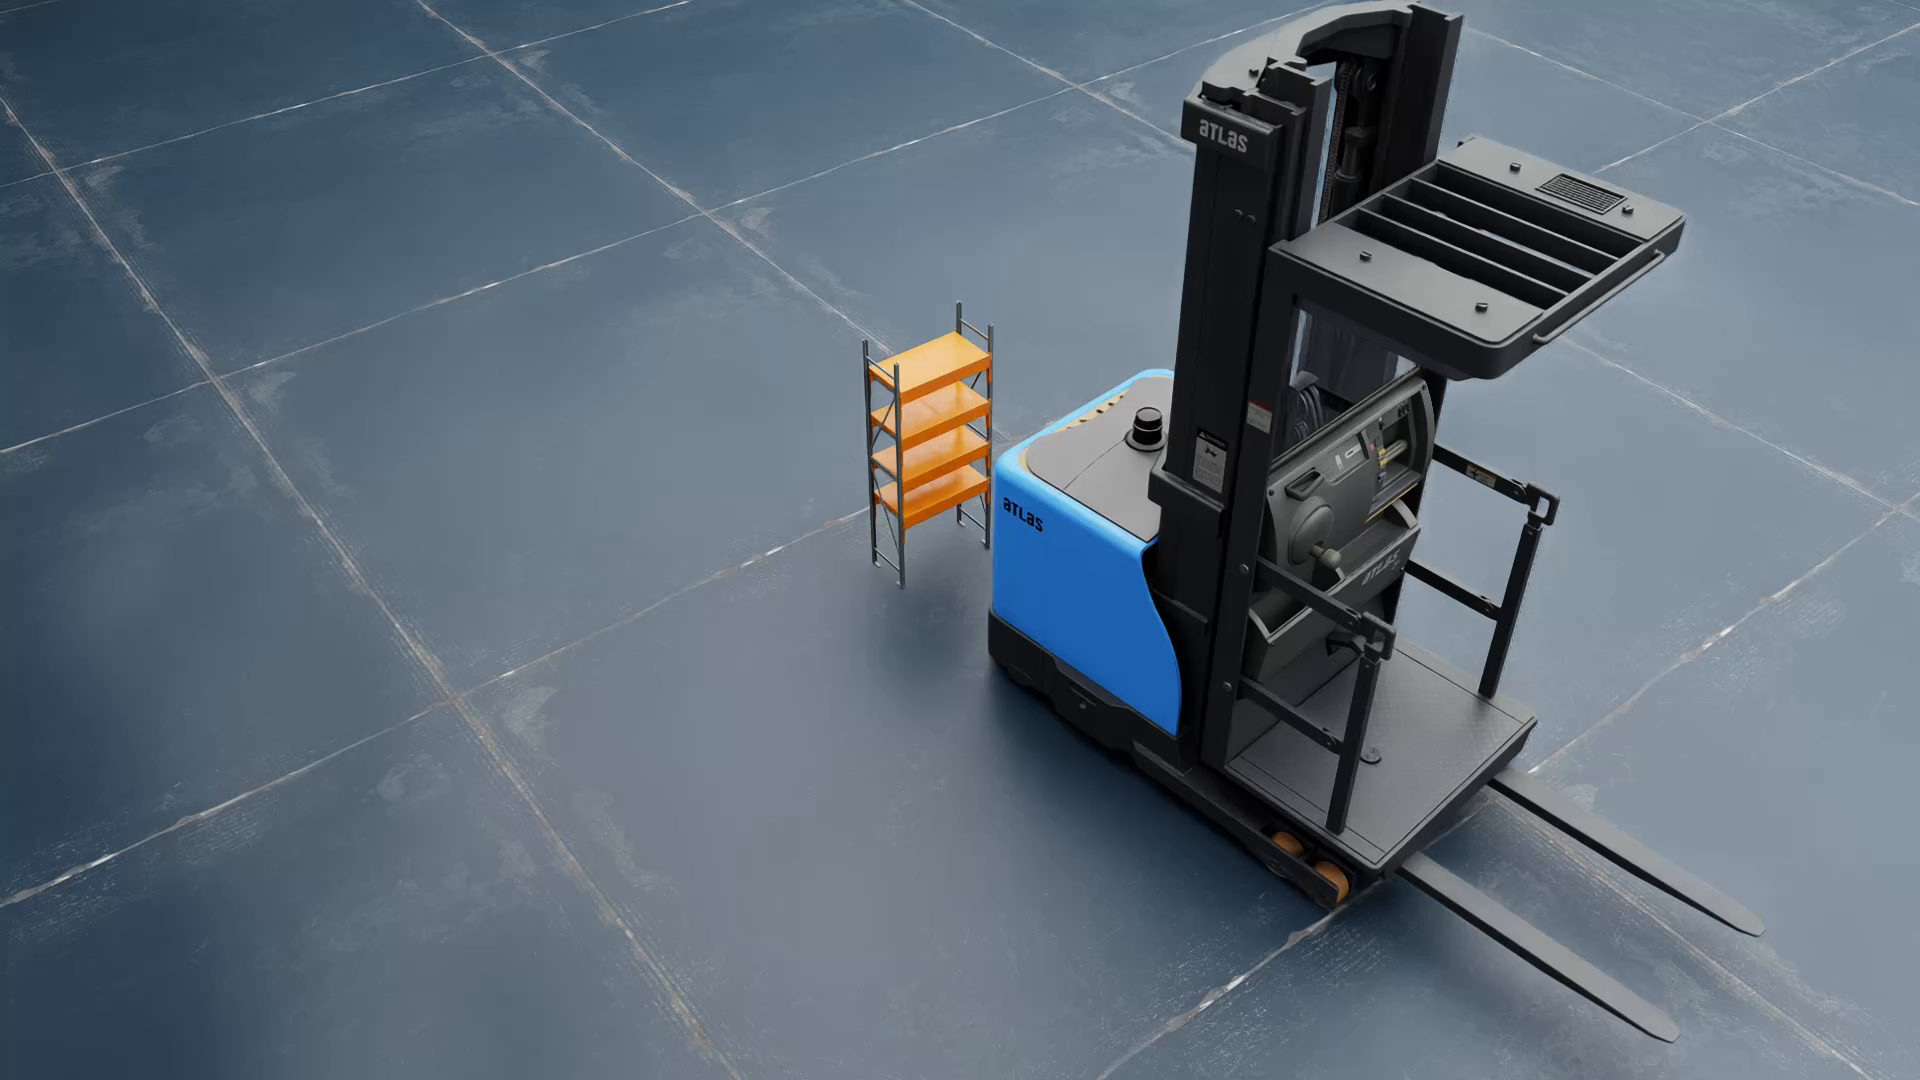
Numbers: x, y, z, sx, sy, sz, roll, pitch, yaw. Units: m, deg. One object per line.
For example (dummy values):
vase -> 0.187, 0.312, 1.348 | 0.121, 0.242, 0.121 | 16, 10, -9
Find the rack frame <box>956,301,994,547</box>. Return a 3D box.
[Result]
rack frame -> 0.062, -0.494, 7.406 | 0.015, 1.200, 0.240 | -26, 46, -28

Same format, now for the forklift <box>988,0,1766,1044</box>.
forklift -> 1.504, -0.161, 5.636 | 1.130, 2.935, 3.031 | -32, 49, -33

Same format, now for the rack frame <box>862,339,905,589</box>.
rack frame -> -0.325, -0.306, 7.177 | 0.015, 1.200, 0.240 | -26, 46, -28

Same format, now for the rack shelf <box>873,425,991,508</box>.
rack shelf -> -0.131, -0.348, 7.334 | 0.480, 0.148, 0.258 | -26, 46, -28

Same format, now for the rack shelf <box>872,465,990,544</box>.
rack shelf -> -0.131, -0.194, 7.460 | 0.480, 0.148, 0.258 | -26, 46, -28

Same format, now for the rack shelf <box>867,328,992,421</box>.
rack shelf -> -0.131, -0.704, 7.042 | 0.480, 0.148, 0.258 | -26, 46, -28

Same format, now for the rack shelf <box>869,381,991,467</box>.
rack shelf -> -0.131, -0.521, 7.192 | 0.480, 0.148, 0.258 | -26, 46, -28

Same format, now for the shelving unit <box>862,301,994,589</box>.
shelving unit -> -0.131, -0.400, 7.291 | 0.503, 1.200, 0.258 | -26, 46, -28
